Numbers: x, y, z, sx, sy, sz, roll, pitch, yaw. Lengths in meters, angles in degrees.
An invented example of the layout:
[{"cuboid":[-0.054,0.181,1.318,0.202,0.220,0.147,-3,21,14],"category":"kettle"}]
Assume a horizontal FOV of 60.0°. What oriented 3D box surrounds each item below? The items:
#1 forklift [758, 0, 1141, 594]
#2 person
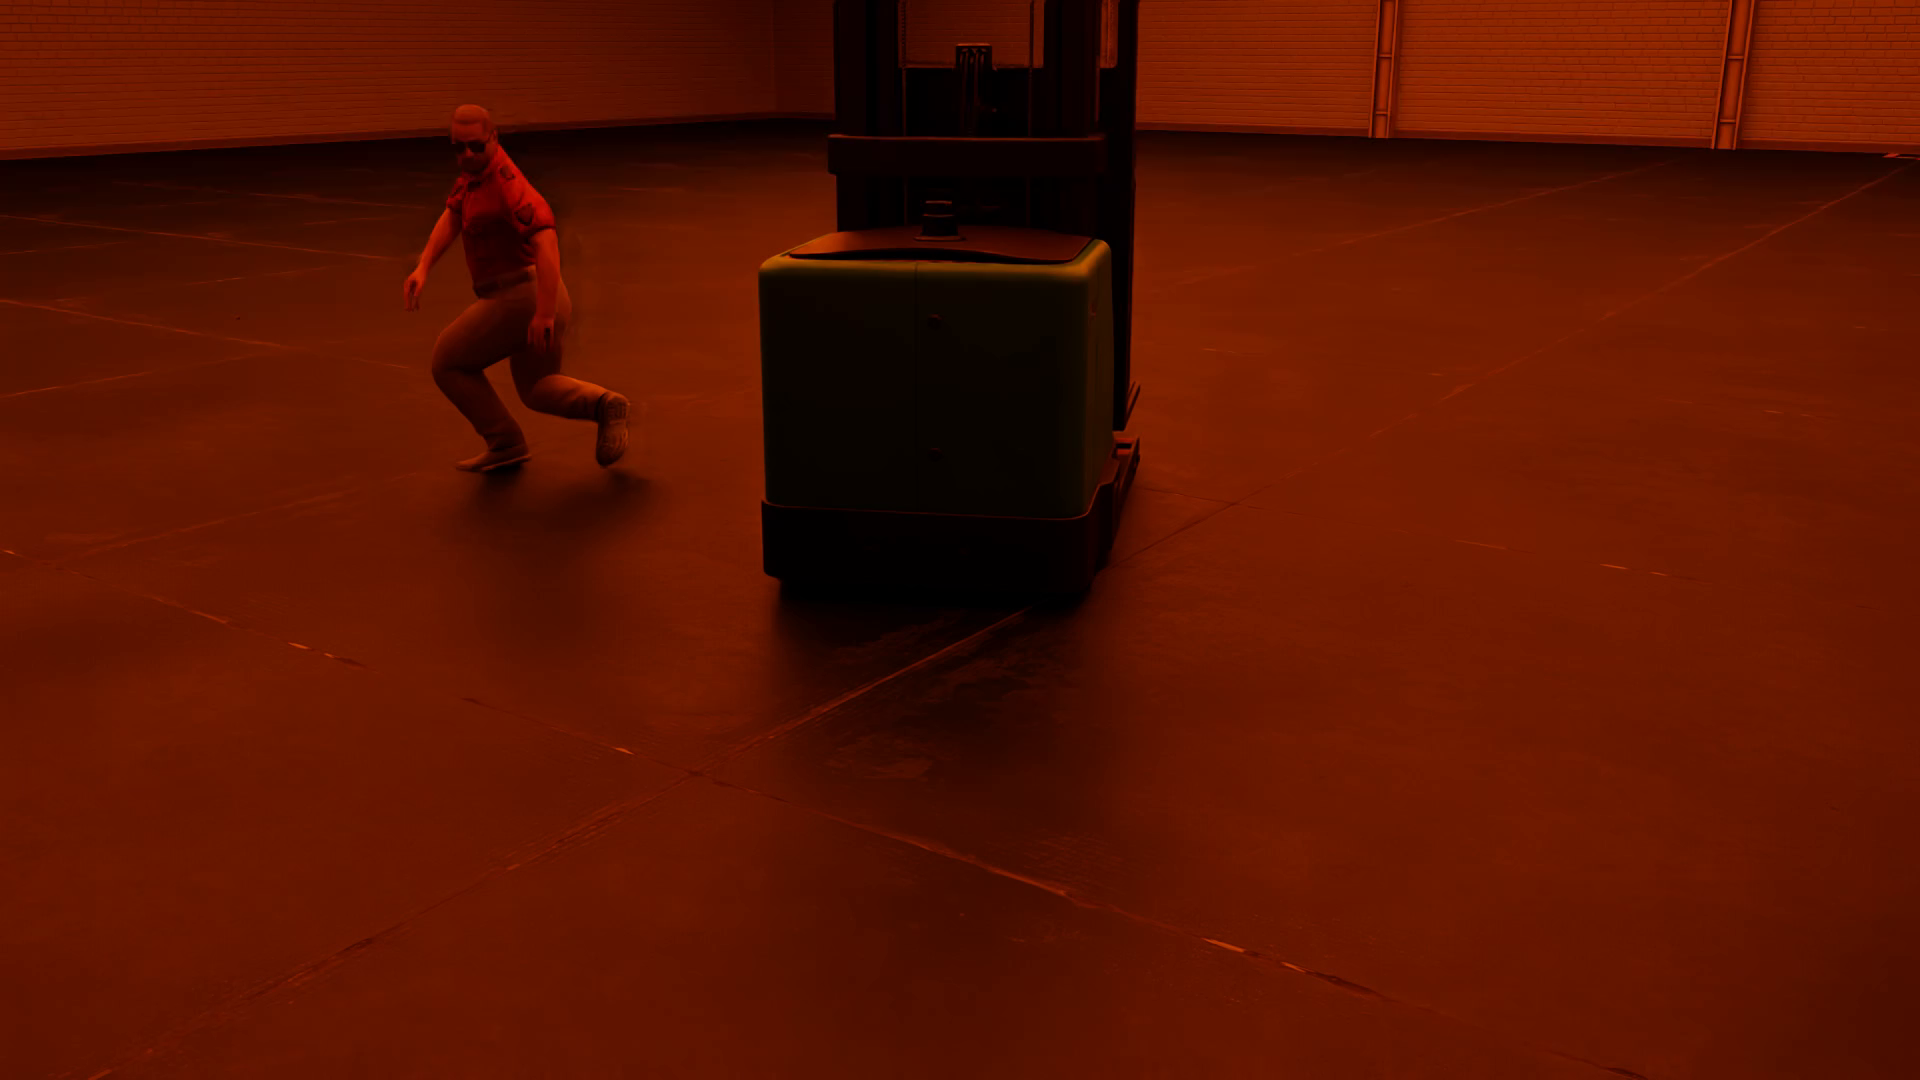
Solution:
[{"cuboid":[0.132,-1.616,6.235,1.130,2.935,3.031,3,17,10],"category":"forklift"},{"cuboid":[-1.808,-0.984,6.721,0.897,1.510,0.636,1,17,5],"category":"person"}]
